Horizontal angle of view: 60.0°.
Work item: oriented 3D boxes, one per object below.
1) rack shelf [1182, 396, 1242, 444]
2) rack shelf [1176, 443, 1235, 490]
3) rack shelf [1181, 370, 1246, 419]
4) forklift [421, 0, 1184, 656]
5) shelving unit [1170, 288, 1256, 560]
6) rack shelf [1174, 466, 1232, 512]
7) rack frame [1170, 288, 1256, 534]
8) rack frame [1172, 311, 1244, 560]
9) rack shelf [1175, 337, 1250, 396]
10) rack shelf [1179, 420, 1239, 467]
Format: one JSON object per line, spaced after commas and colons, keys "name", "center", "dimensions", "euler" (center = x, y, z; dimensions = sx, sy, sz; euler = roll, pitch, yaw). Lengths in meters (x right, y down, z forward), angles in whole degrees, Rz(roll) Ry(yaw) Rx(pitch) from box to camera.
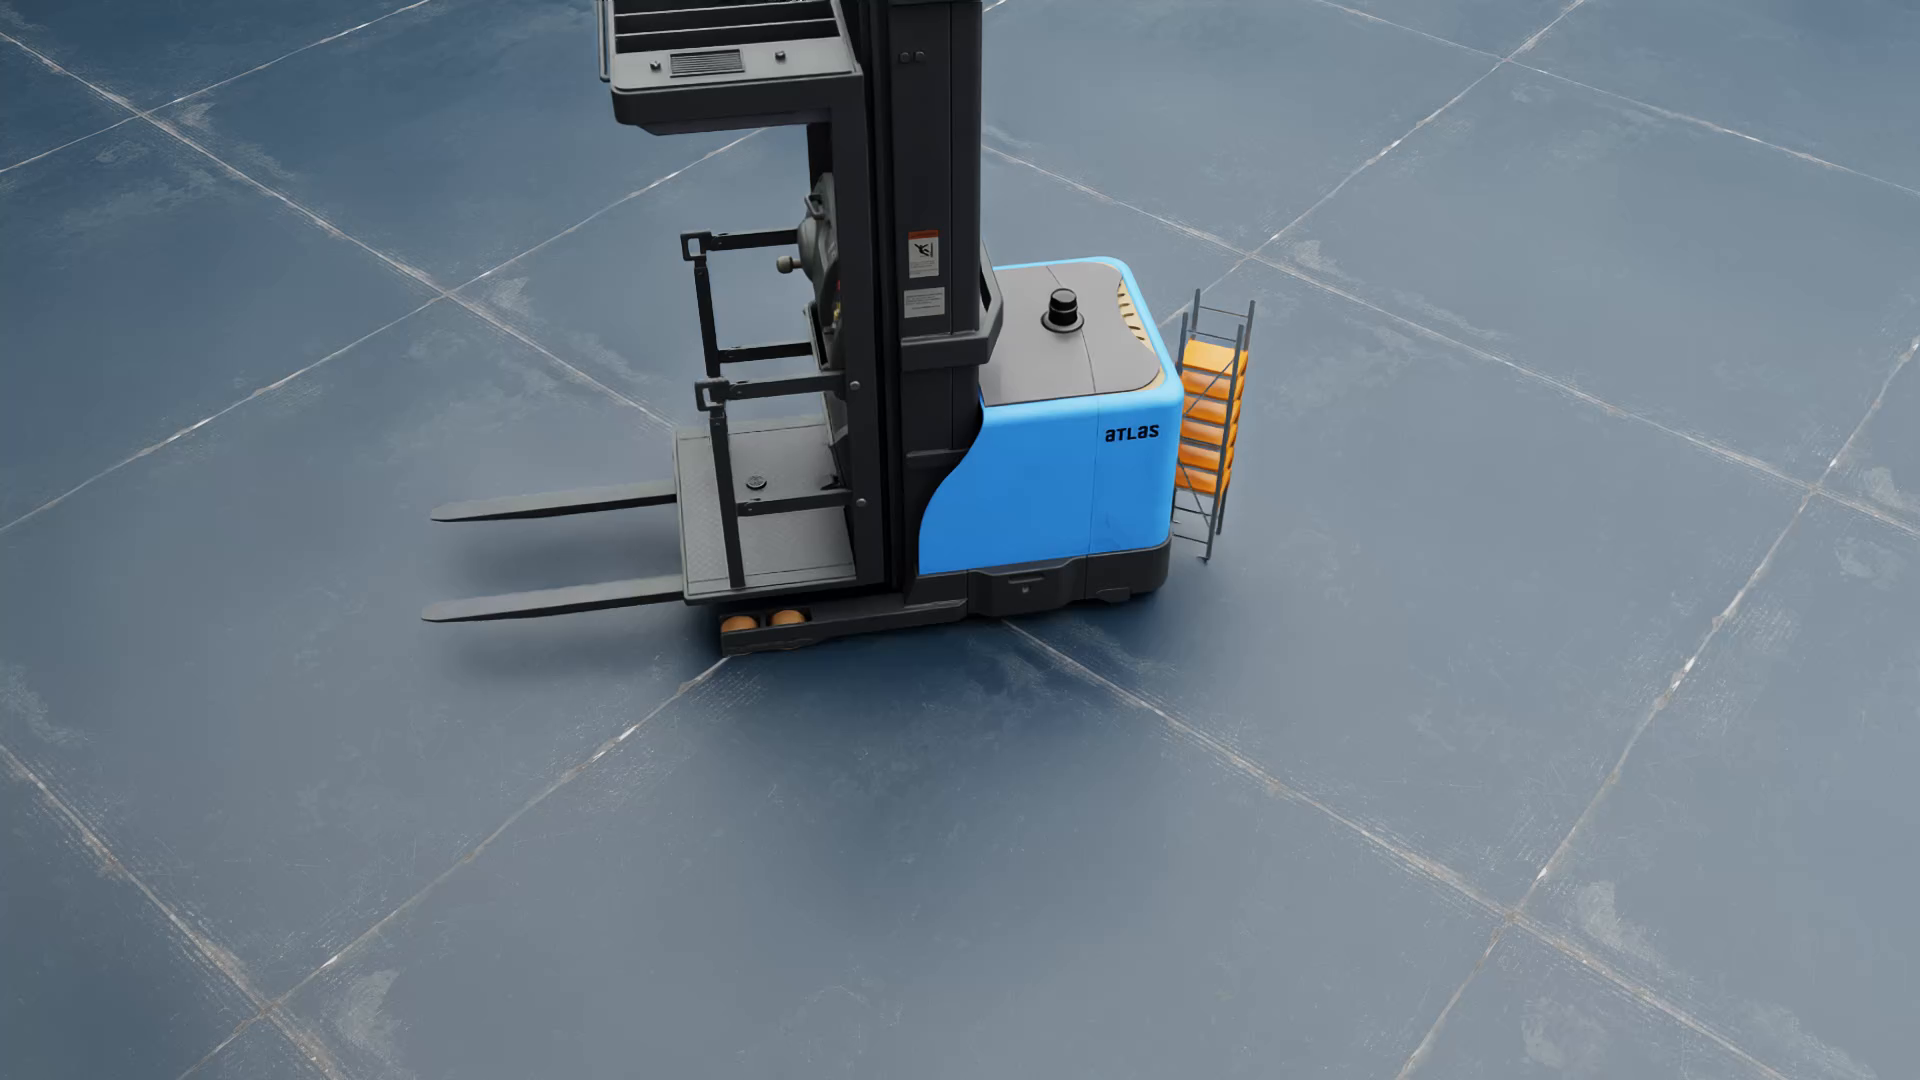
{"name": "rack shelf", "center": [1.005, -0.513, 6.806], "dimensions": [0.258, 0.103, 0.180], "euler": [15, 43, 16]}
{"name": "rack shelf", "center": [1.002, -0.331, 6.963], "dimensions": [0.258, 0.103, 0.180], "euler": [15, 43, 16]}
{"name": "rack shelf", "center": [1.006, -0.604, 6.728], "dimensions": [0.258, 0.103, 0.180], "euler": [15, 43, 16]}
{"name": "forklift", "center": [-0.696, -1.001, 6.172], "dimensions": [3.031, 2.935, 1.130], "euler": [-7, 43, -7]}
{"name": "shelving unit", "center": [1.004, -0.456, 6.856], "dimensions": [0.258, 1.200, 0.189], "euler": [15, 43, 16]}
{"name": "rack shelf", "center": [1.001, -0.241, 7.042], "dimensions": [0.258, 0.103, 0.180], "euler": [15, 43, 16]}
{"name": "rack frame", "center": [1.037, -0.511, 6.920], "dimensions": [0.240, 1.200, 0.006], "euler": [15, 43, 16]}
{"name": "rack frame", "center": [0.970, -0.400, 6.791], "dimensions": [0.240, 1.200, 0.006], "euler": [15, 43, 16]}
{"name": "rack shelf", "center": [1.007, -0.695, 6.650], "dimensions": [0.258, 0.103, 0.180], "euler": [15, 43, 16]}
{"name": "rack shelf", "center": [1.003, -0.422, 6.885], "dimensions": [0.258, 0.103, 0.180], "euler": [15, 43, 16]}
